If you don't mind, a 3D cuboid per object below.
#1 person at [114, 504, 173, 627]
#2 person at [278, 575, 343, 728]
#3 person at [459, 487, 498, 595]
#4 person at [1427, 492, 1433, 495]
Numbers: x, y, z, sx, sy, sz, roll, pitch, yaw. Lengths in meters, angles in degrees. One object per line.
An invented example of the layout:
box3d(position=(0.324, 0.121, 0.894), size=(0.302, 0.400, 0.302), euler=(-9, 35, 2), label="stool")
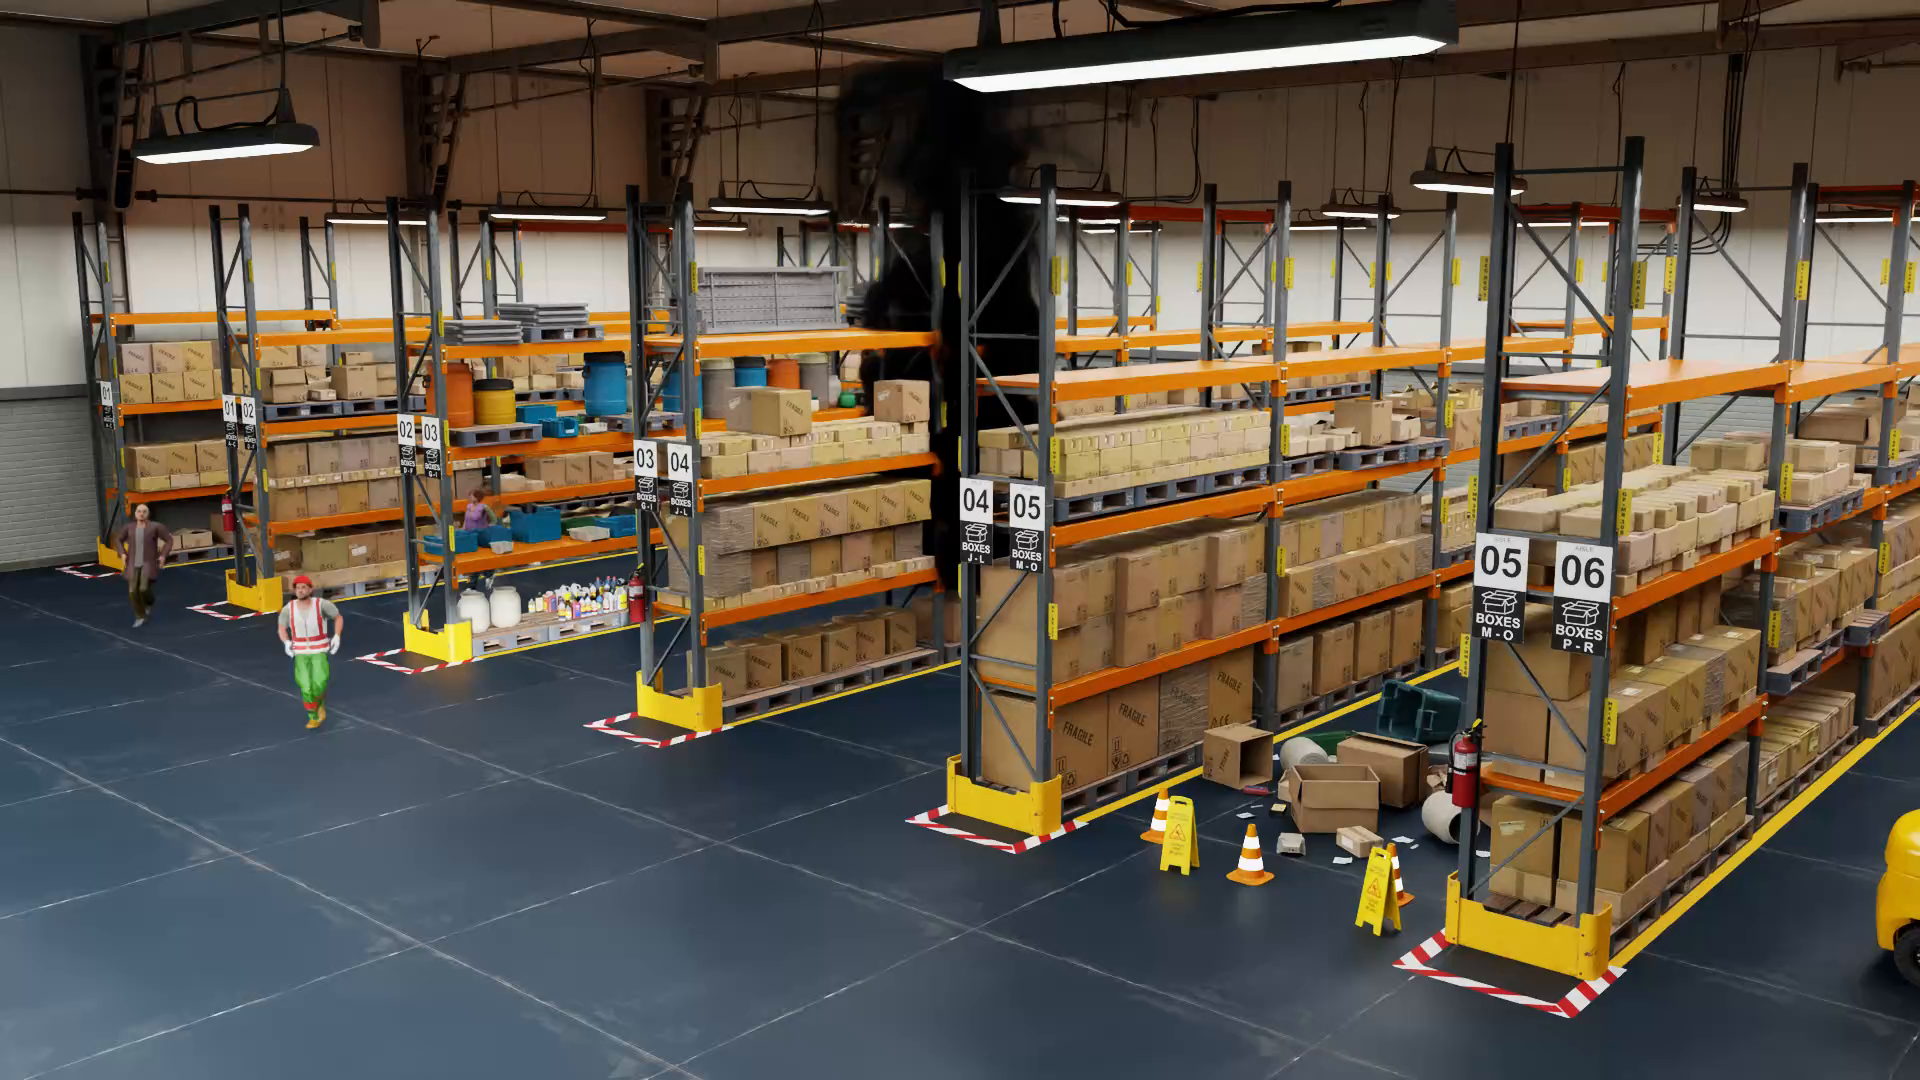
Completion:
box3d(position=(-11.771, 0.361, 23.964), size=(0.772, 1.750, 0.580), euler=(-1, 10, -9), label="person")
box3d(position=(-7.218, 1.256, 18.464), size=(0.670, 1.742, 0.530), euler=(-2, 10, -13), label="person")
box3d(position=(-7.140, 0.007, 24.584), size=(0.550, 1.574, 0.736), euler=(5, 11, 28), label="person")
box3d(position=(7.290, 0.073, 25.872), size=(0.591, 1.638, 0.575), euler=(8, 12, 39), label="person")
